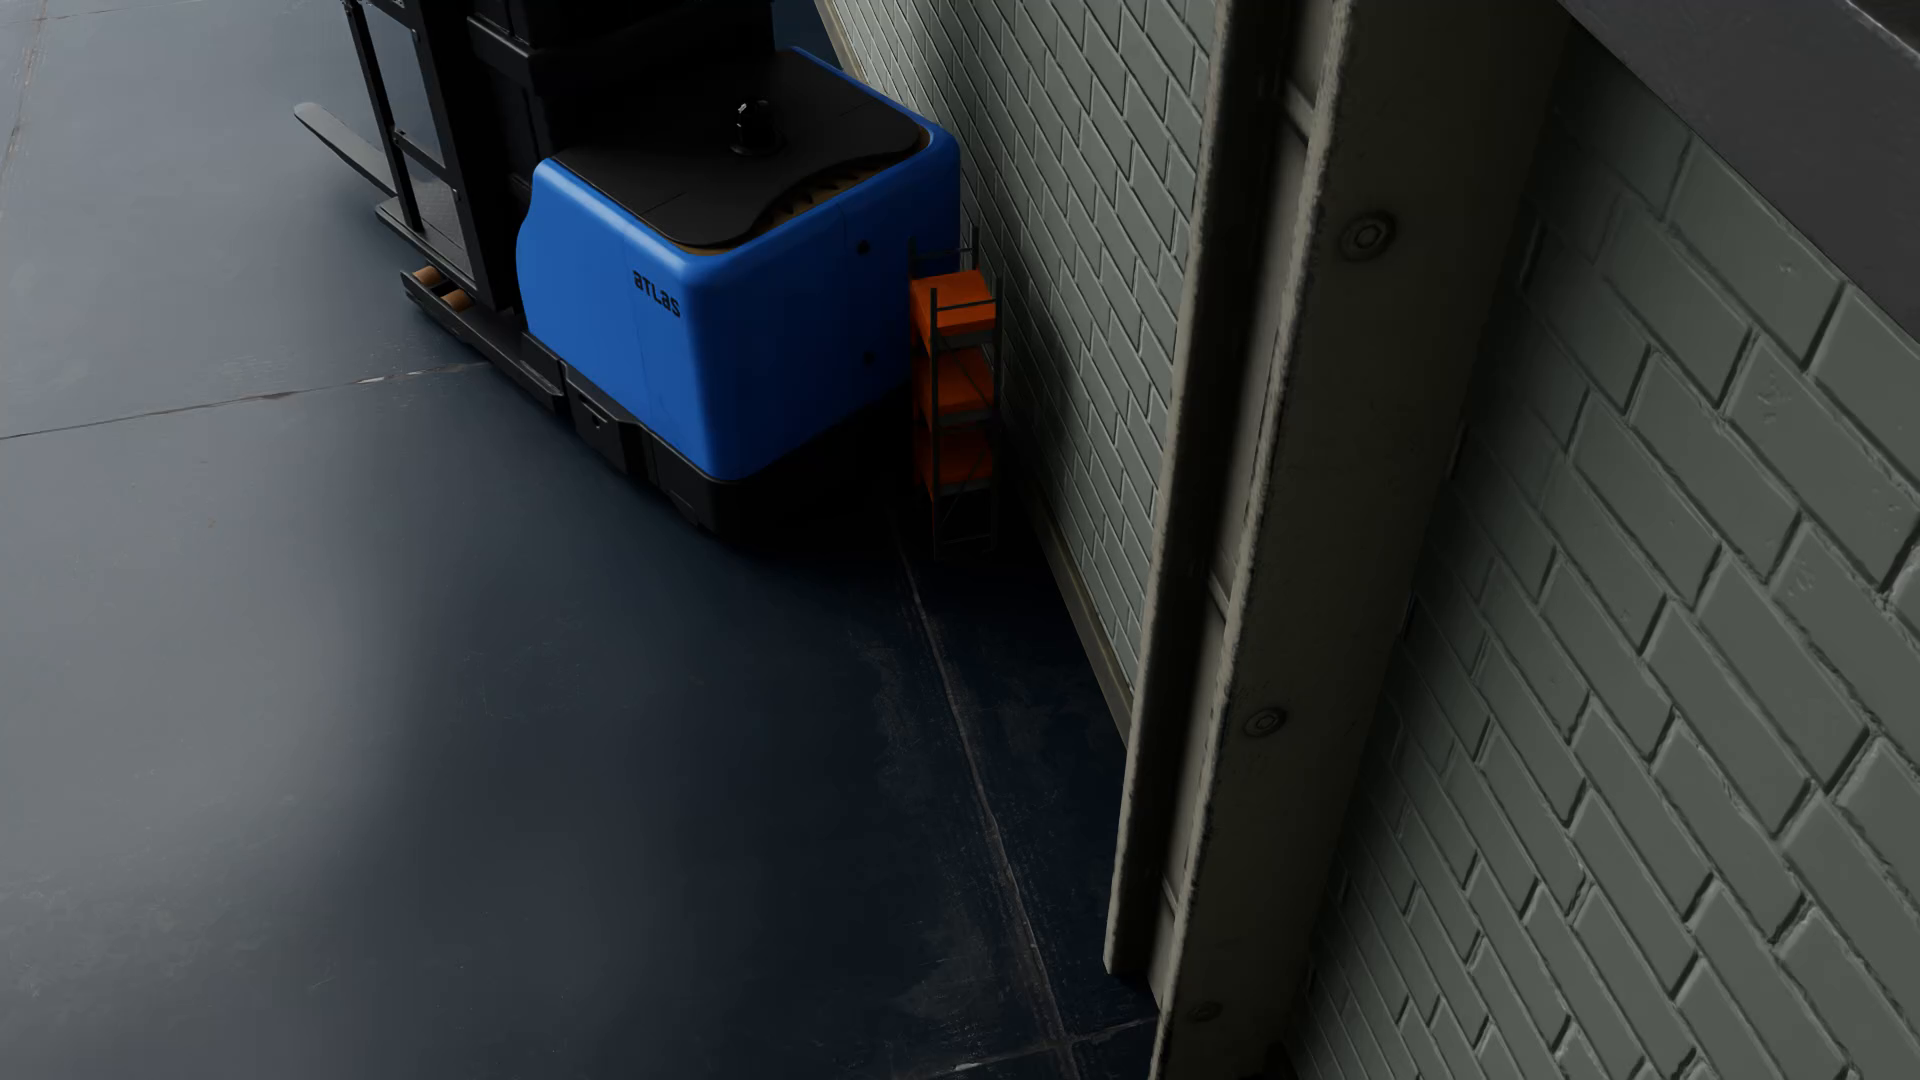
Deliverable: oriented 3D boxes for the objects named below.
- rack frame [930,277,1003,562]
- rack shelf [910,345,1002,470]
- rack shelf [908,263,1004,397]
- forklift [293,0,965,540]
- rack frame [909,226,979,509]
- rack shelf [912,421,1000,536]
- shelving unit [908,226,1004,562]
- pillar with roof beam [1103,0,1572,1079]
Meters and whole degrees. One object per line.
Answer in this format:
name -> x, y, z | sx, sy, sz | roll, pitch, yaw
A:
rack frame -> 0.017, -0.320, 4.829 | 0.200, 1.050, 0.008 | -11, 47, -10
rack shelf -> -0.014, -0.397, 4.919 | 0.215, 0.259, 0.240 | -11, 47, -10
rack shelf -> -0.014, -0.596, 4.716 | 0.215, 0.259, 0.240 | -11, 47, -10
forklift -> -1.369, -1.982, 5.140 | 1.130, 2.935, 3.031 | -35, 55, -29
rack frame -> -0.045, -0.489, 4.994 | 0.200, 1.050, 0.008 | -11, 47, -10
rack shelf -> -0.014, -0.202, 5.117 | 0.215, 0.259, 0.240 | -11, 47, -10
shelving unit -> -0.014, -0.404, 4.911 | 0.215, 1.050, 0.252 | -11, 47, -10
pillar with roof beam -> -3.601, -1.199, 0.124 | 9.100, 9.000, 0.400 | -11, 47, -10
